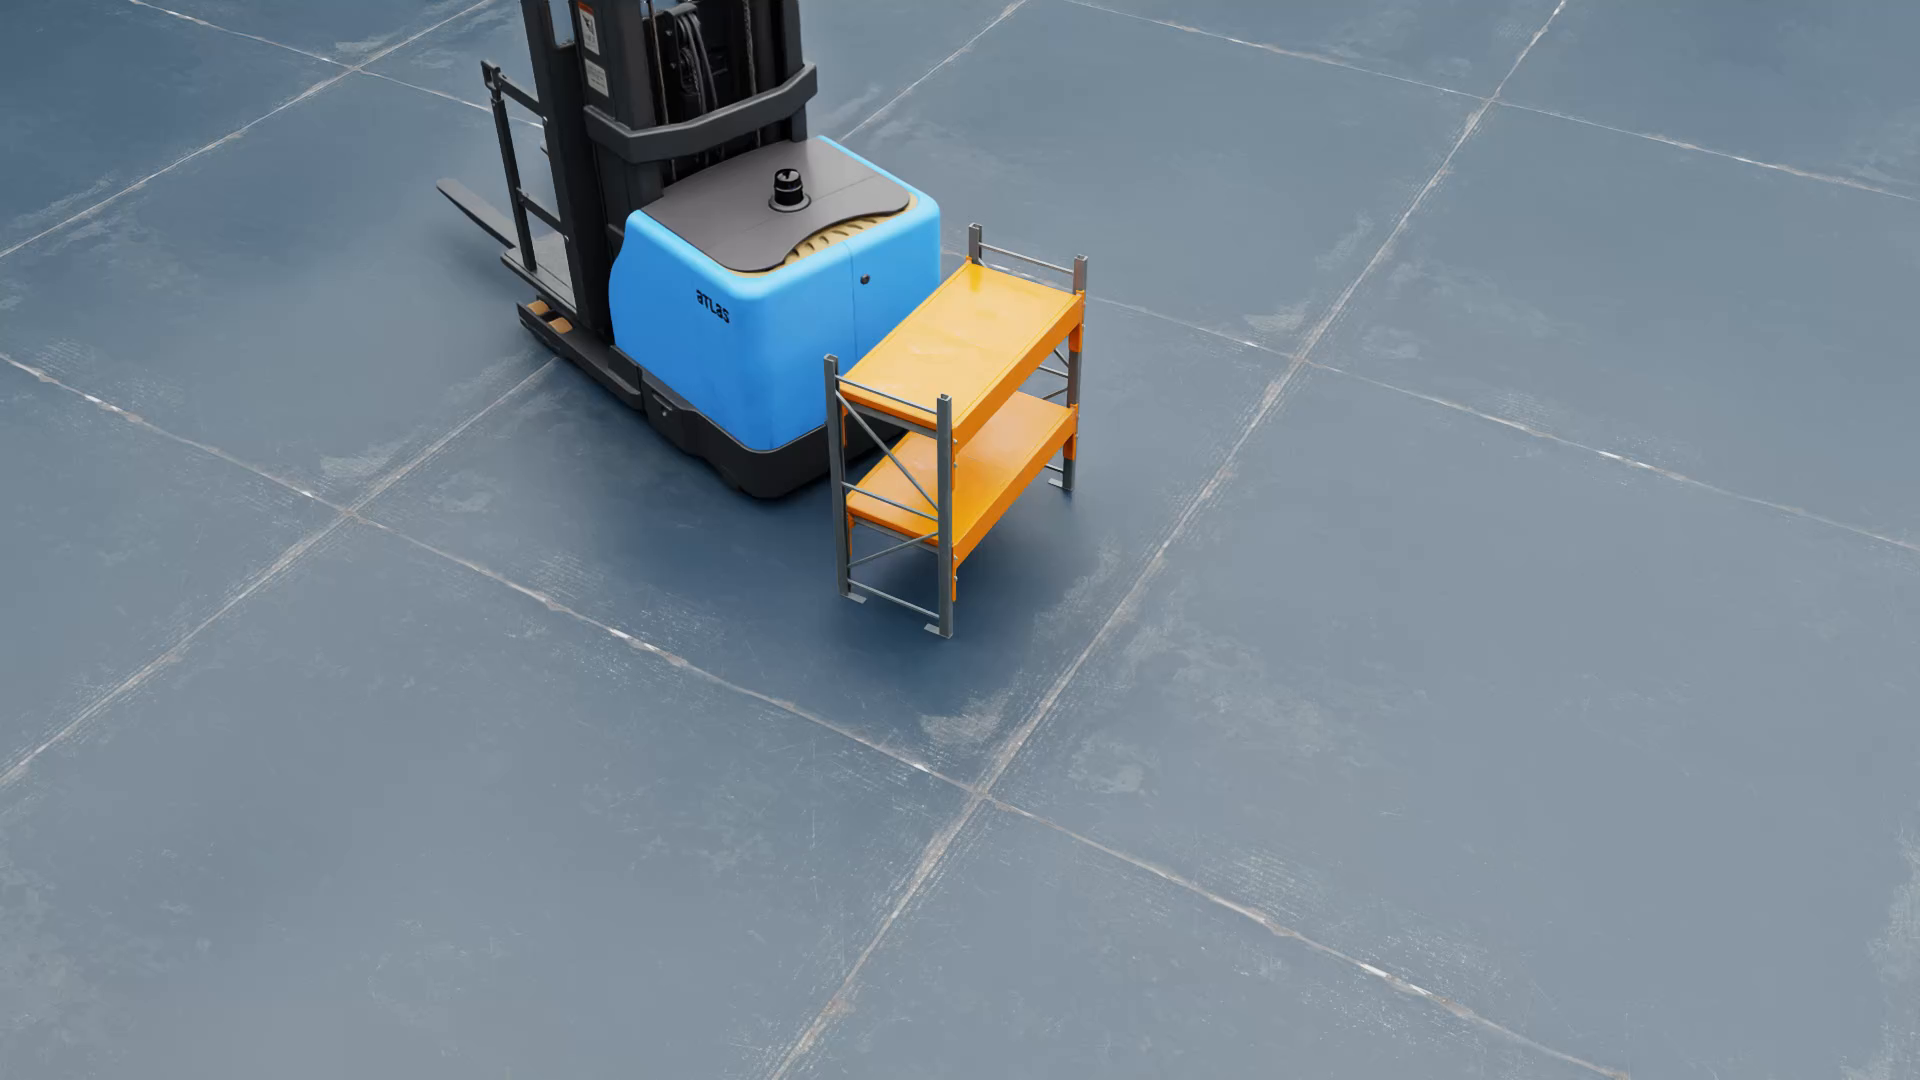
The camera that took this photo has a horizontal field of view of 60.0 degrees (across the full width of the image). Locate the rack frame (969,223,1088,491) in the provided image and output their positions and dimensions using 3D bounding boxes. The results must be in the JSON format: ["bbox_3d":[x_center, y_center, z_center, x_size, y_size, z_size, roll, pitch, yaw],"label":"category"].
[{"bbox_3d":[0.258,-0.717,6.713,0.500,1.125,0.032,21,45,22],"label":"rack frame"}]

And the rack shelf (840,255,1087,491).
[{"bbox_3d":[0.003,-0.646,6.189,0.538,0.278,1.000,21,45,22],"label":"rack shelf"}]

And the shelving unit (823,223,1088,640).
[{"bbox_3d":[0.003,-0.426,6.383,0.538,1.125,1.048,21,45,22],"label":"shelving unit"}]

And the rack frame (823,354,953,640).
[{"bbox_3d":[-0.251,-0.135,6.052,0.500,1.125,0.032,21,45,22],"label":"rack frame"}]

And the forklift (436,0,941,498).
[{"bbox_3d":[-1.421,-2.164,6.989,1.130,2.935,3.031,-31,50,-30],"label":"forklift"}]

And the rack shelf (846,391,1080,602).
[{"bbox_3d":[0.003,-0.243,6.544,0.538,0.278,1.000,21,45,22],"label":"rack shelf"}]
